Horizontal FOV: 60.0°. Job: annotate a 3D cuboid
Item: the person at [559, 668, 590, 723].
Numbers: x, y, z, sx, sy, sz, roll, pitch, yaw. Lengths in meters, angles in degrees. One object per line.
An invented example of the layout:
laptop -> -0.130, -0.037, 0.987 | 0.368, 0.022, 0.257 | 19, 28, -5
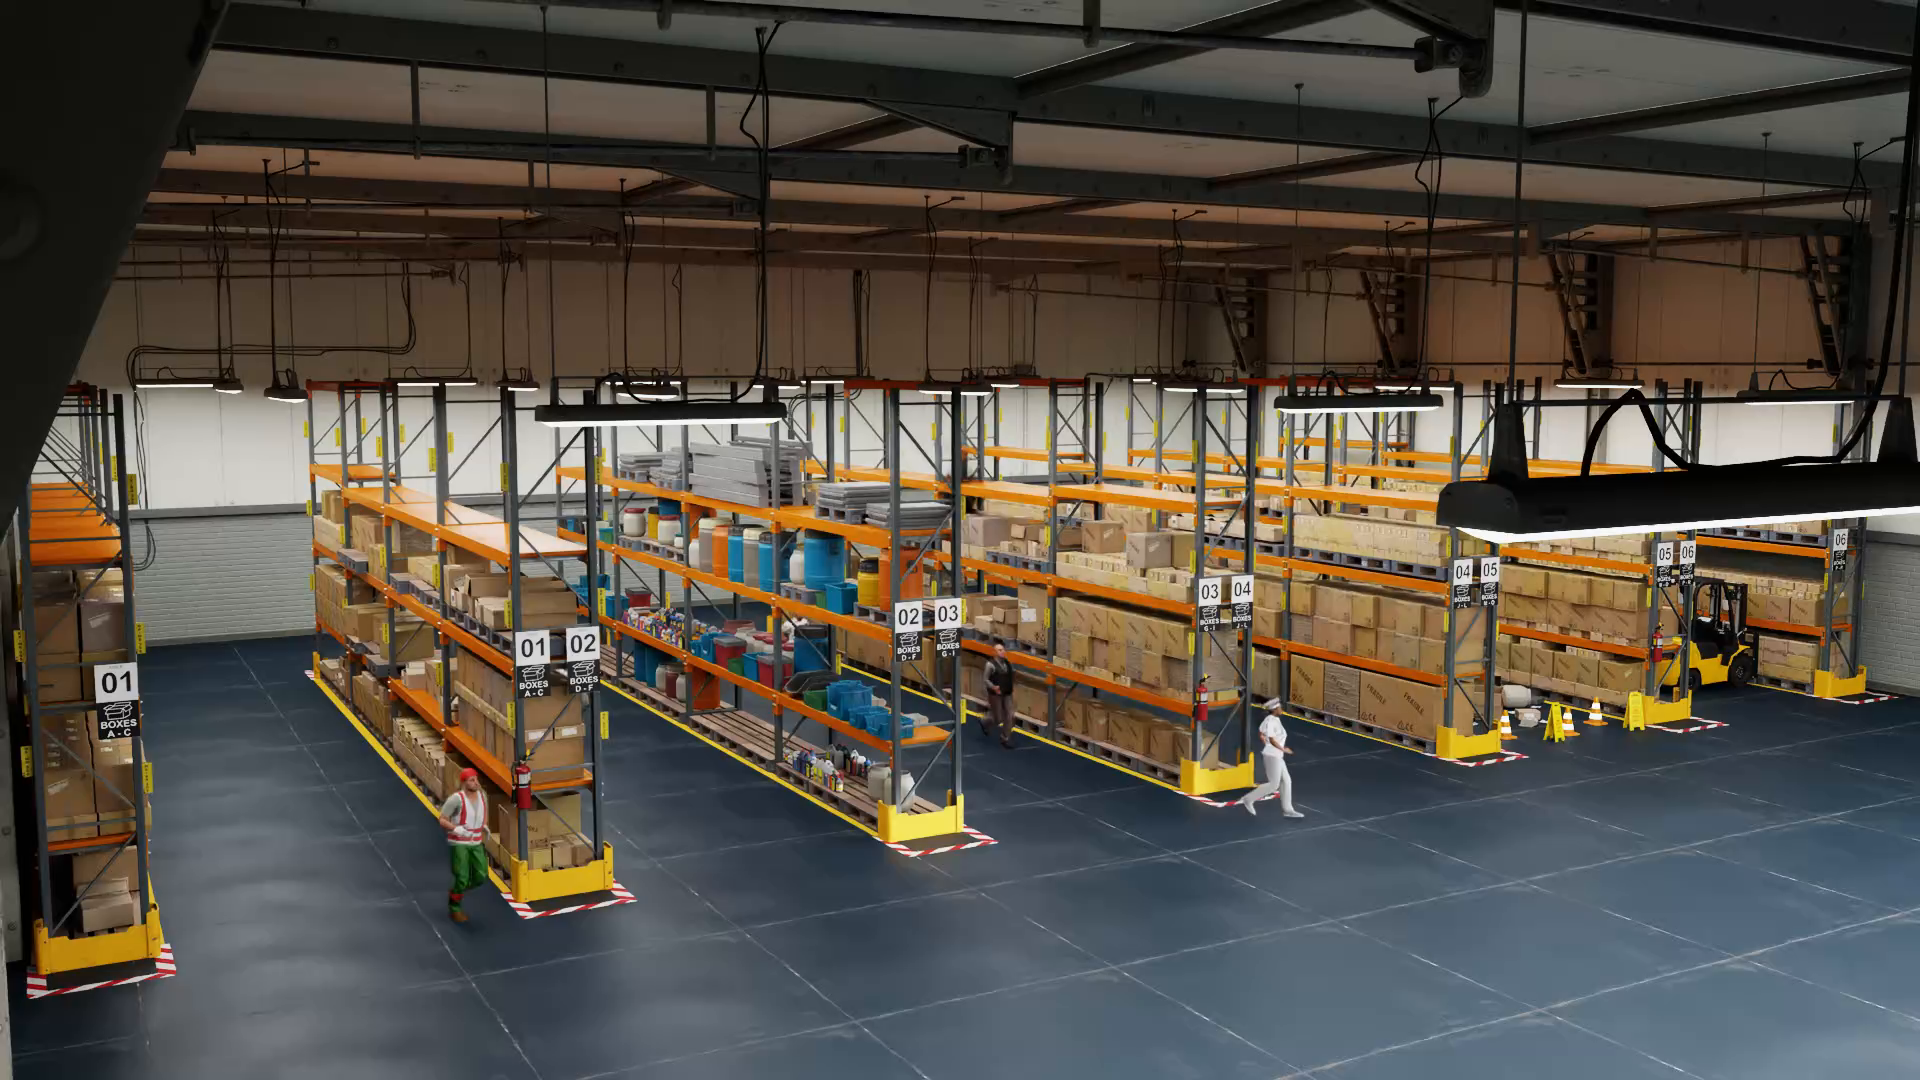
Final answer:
person -> -6.566, 2.463, 28.544 | 0.591, 1.651, 0.599 | -5, 8, -39

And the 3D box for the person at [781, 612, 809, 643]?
person -> -3.093, 2.111, 32.012 | 0.574, 1.679, 0.672 | -6, 8, -42

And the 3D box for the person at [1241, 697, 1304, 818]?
person -> 4.375, 3.030, 23.270 | 0.867, 1.657, 0.629 | 1, 6, 7

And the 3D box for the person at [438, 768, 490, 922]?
person -> -5.600, 3.457, 18.984 | 0.624, 1.724, 0.679 | 5, 8, 41

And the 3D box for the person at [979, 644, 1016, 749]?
person -> 0.643, 2.573, 27.575 | 0.660, 1.708, 0.792 | -4, 7, -35
